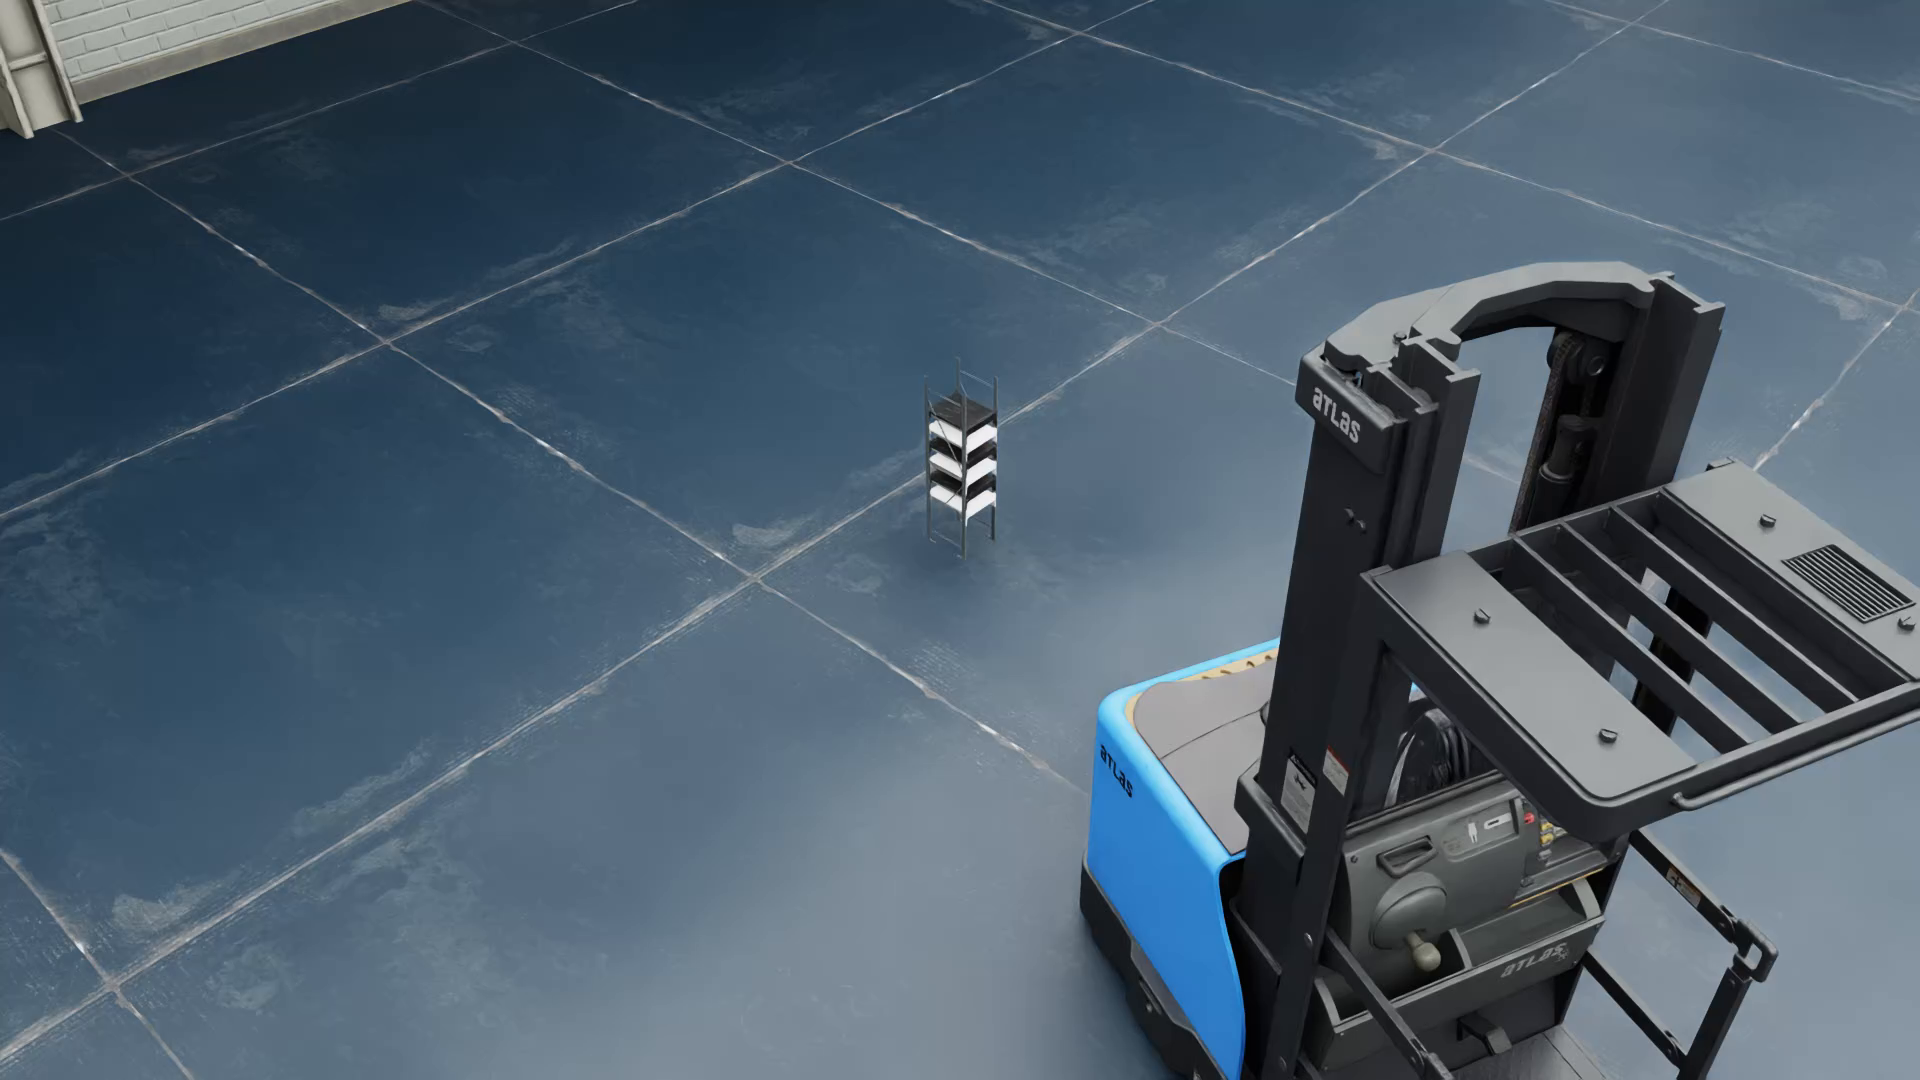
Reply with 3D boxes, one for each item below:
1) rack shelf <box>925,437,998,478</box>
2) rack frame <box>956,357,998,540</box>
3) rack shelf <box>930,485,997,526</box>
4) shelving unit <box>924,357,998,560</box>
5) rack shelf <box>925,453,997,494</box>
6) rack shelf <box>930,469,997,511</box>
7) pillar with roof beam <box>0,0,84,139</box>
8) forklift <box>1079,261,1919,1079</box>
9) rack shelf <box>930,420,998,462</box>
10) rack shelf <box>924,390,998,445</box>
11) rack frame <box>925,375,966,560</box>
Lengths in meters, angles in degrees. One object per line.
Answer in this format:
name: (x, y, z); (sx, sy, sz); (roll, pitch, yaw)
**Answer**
rack shelf: (0.005, -0.400, 7.439); (0.258, 0.077, 0.200); (30, 47, 32)
rack frame: (0.074, -0.403, 7.533); (0.240, 0.900, 0.006); (30, 47, 32)
rack shelf: (0.005, -0.189, 7.607); (0.258, 0.077, 0.200); (30, 47, 32)
shelving unit: (0.005, -0.356, 7.475); (0.258, 0.900, 0.210); (30, 47, 32)
rack shelf: (0.005, -0.330, 7.495); (0.258, 0.077, 0.200); (30, 47, 32)
rack shelf: (0.005, -0.259, 7.551); (0.258, 0.077, 0.200); (30, 47, 32)
pillar with roof beam: (-3.050, -4.553, 6.246); (9.100, 9.000, 0.400); (30, 47, 32)
forklift: (1.498, 0.911, 4.249); (1.130, 2.935, 3.031); (-16, 41, -19)
rack shelf: (0.005, -0.471, 7.383); (0.258, 0.077, 0.200); (30, 47, 32)
rack shelf: (0.005, -0.541, 7.327); (0.258, 0.077, 0.200); (30, 47, 32)
rack frame: (-0.063, -0.309, 7.416); (0.240, 0.900, 0.006); (30, 47, 32)
